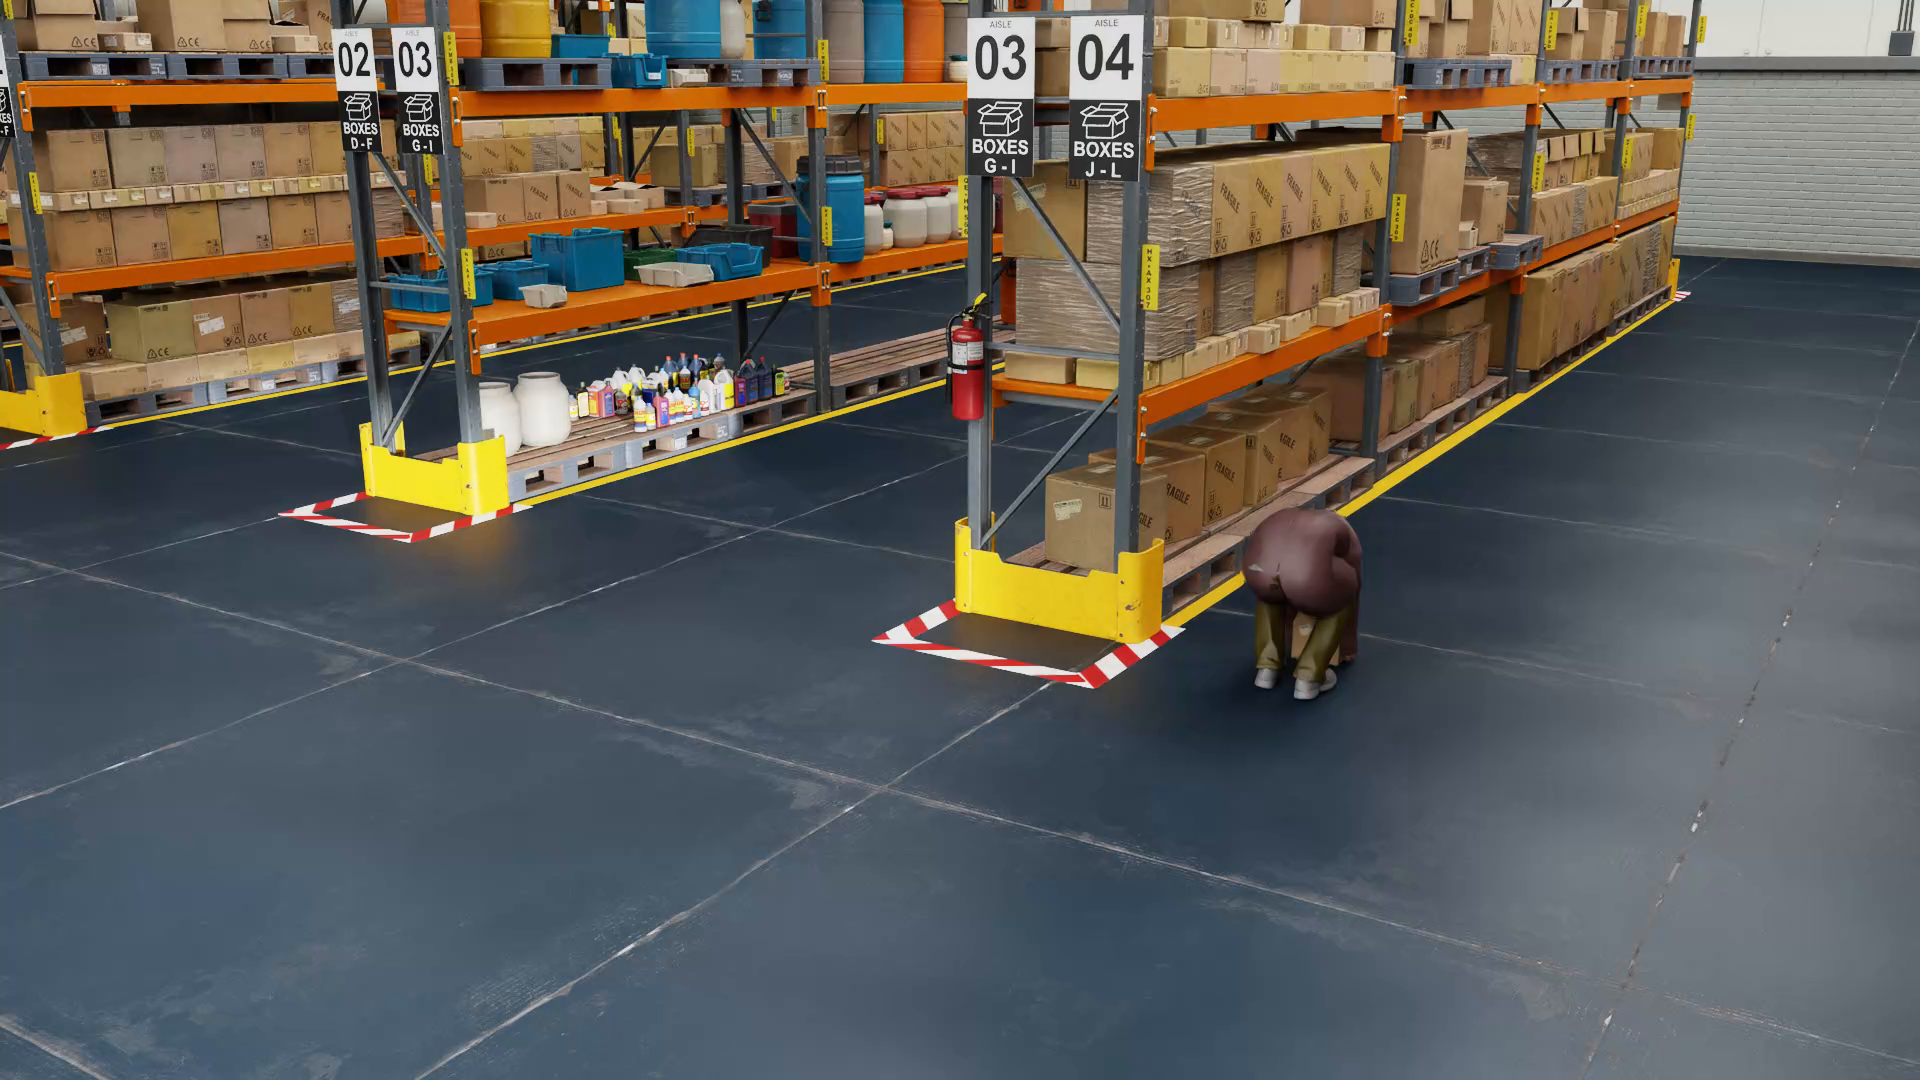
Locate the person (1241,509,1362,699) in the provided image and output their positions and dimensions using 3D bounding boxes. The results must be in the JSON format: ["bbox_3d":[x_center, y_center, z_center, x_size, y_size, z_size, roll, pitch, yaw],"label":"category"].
[{"bbox_3d":[1.715,0.258,8.261,0.587,0.923,0.953,9,18,28],"label":"person"}]
